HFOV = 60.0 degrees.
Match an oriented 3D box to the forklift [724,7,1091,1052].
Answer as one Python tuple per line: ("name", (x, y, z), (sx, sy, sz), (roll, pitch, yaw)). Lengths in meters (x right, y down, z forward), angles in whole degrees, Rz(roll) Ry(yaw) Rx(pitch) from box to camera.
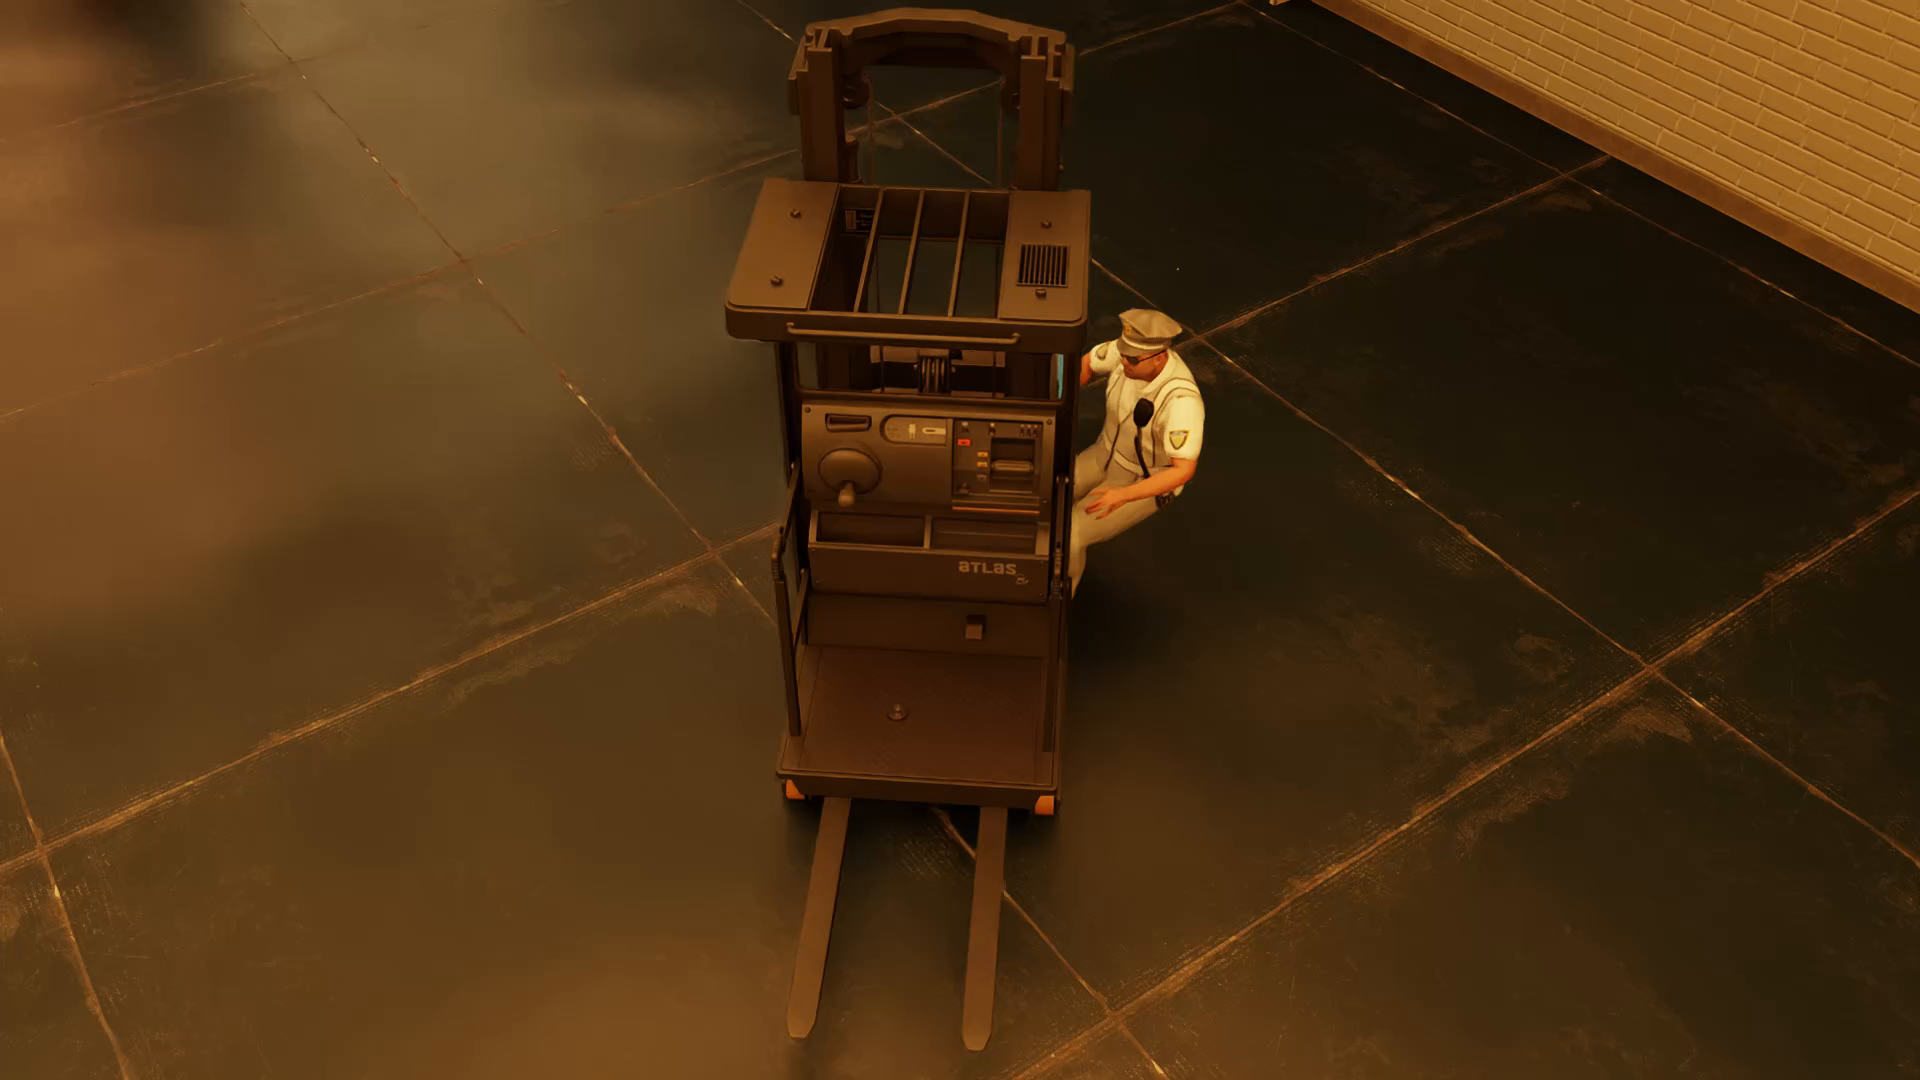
("forklift", (-0.132, -0.215, 5.948), (1.130, 2.935, 3.031), (3, 43, 3))

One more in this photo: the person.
("person", (0.574, -0.266, 7.090), (0.887, 1.559, 0.819), (-25, 48, -24))
